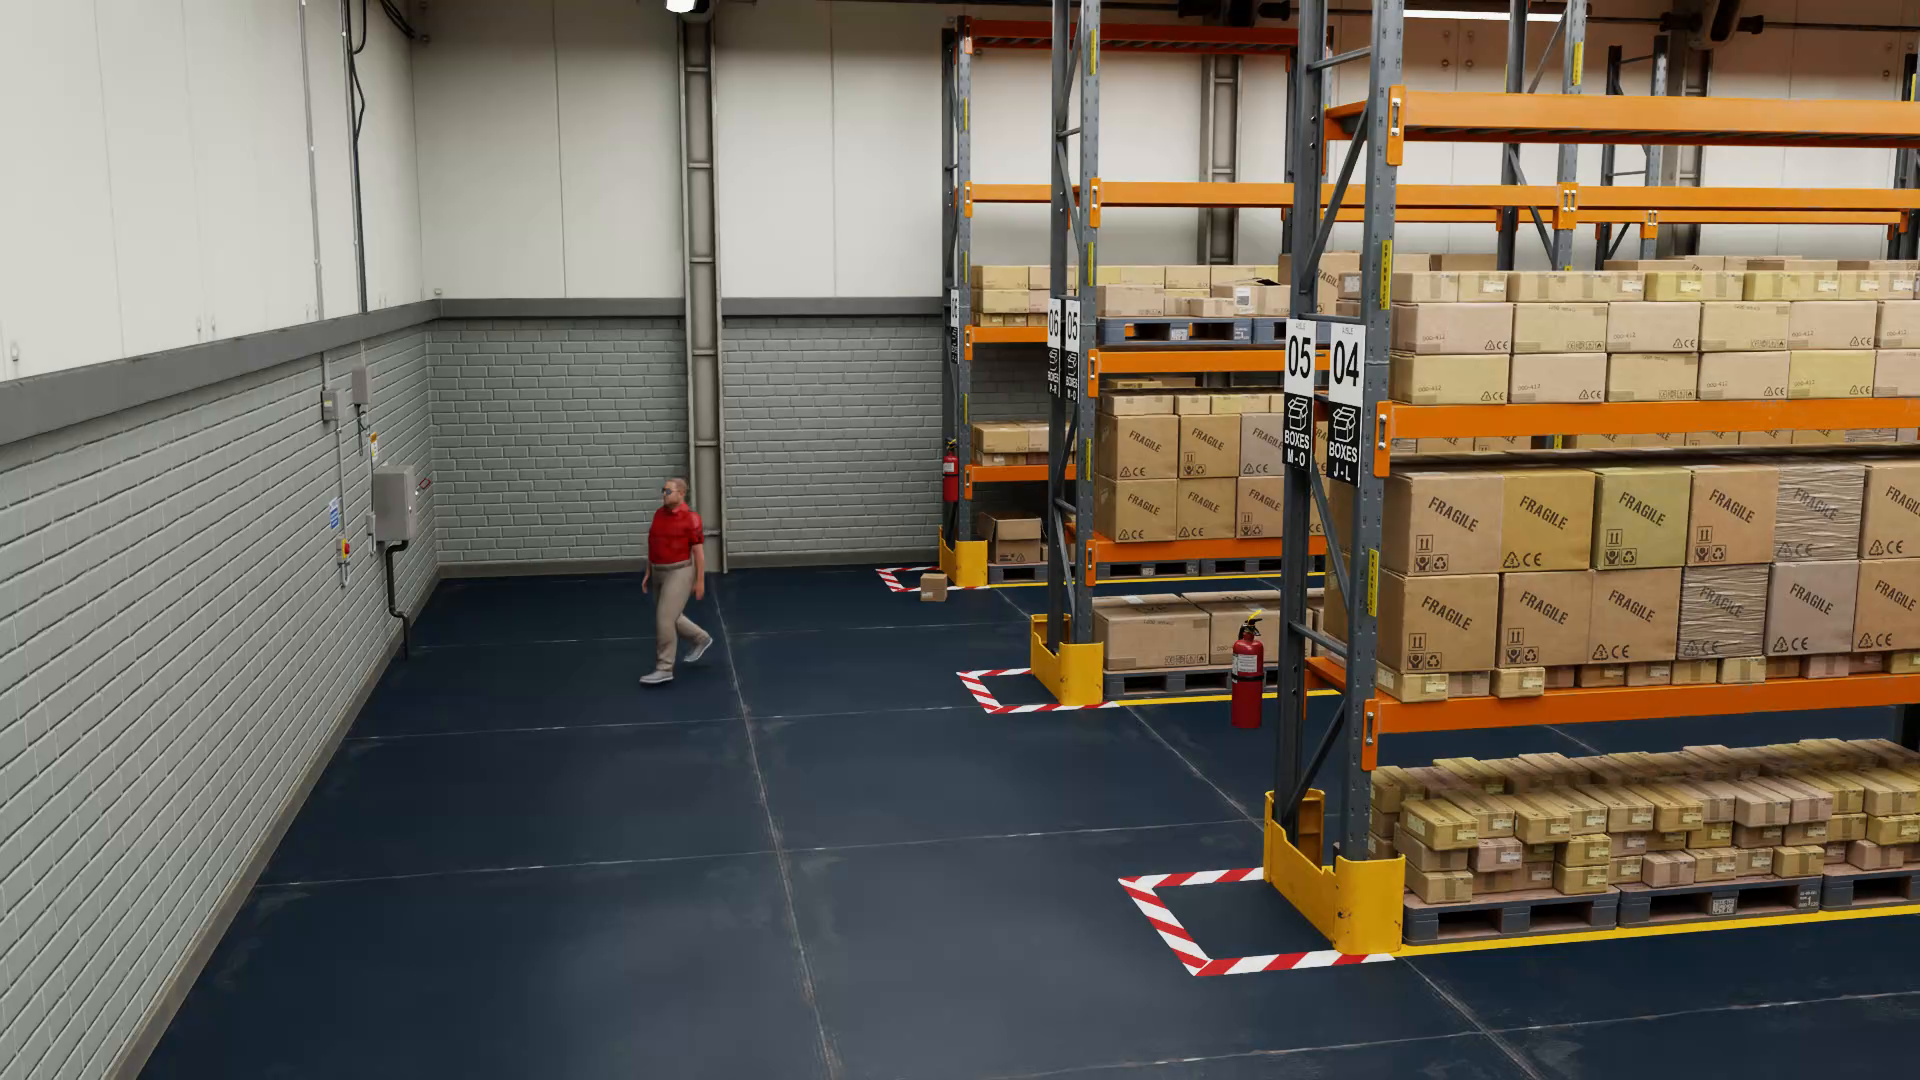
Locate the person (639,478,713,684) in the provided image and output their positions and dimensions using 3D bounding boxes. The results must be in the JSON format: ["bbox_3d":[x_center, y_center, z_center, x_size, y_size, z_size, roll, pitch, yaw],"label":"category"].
[{"bbox_3d":[-2.418,0.310,14.073,0.541,1.685,0.928,9,13,42],"label":"person"}]
